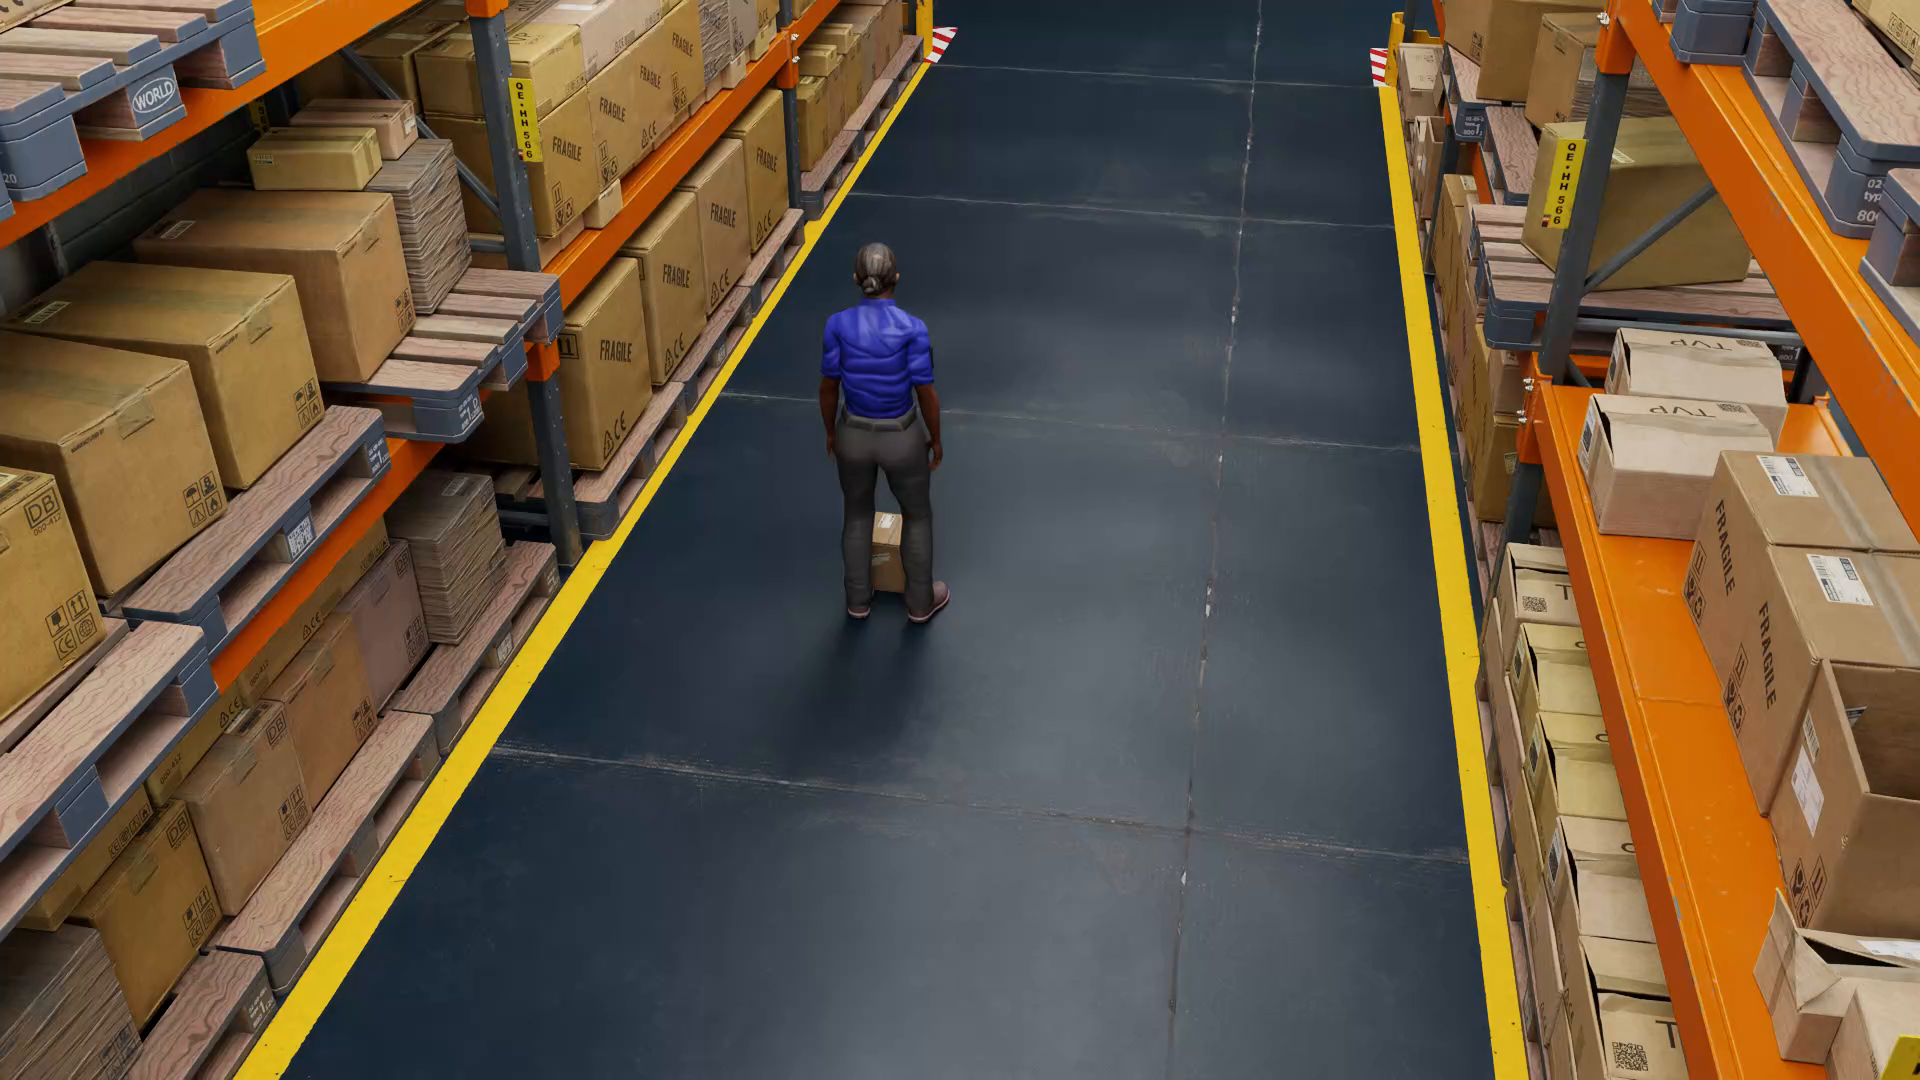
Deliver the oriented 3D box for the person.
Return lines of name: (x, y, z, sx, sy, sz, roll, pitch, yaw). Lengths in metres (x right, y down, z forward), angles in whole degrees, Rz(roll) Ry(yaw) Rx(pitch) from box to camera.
person: (-0.312, -0.408, 6.780, 0.505, 1.655, 0.347, 5, 33, 8)
